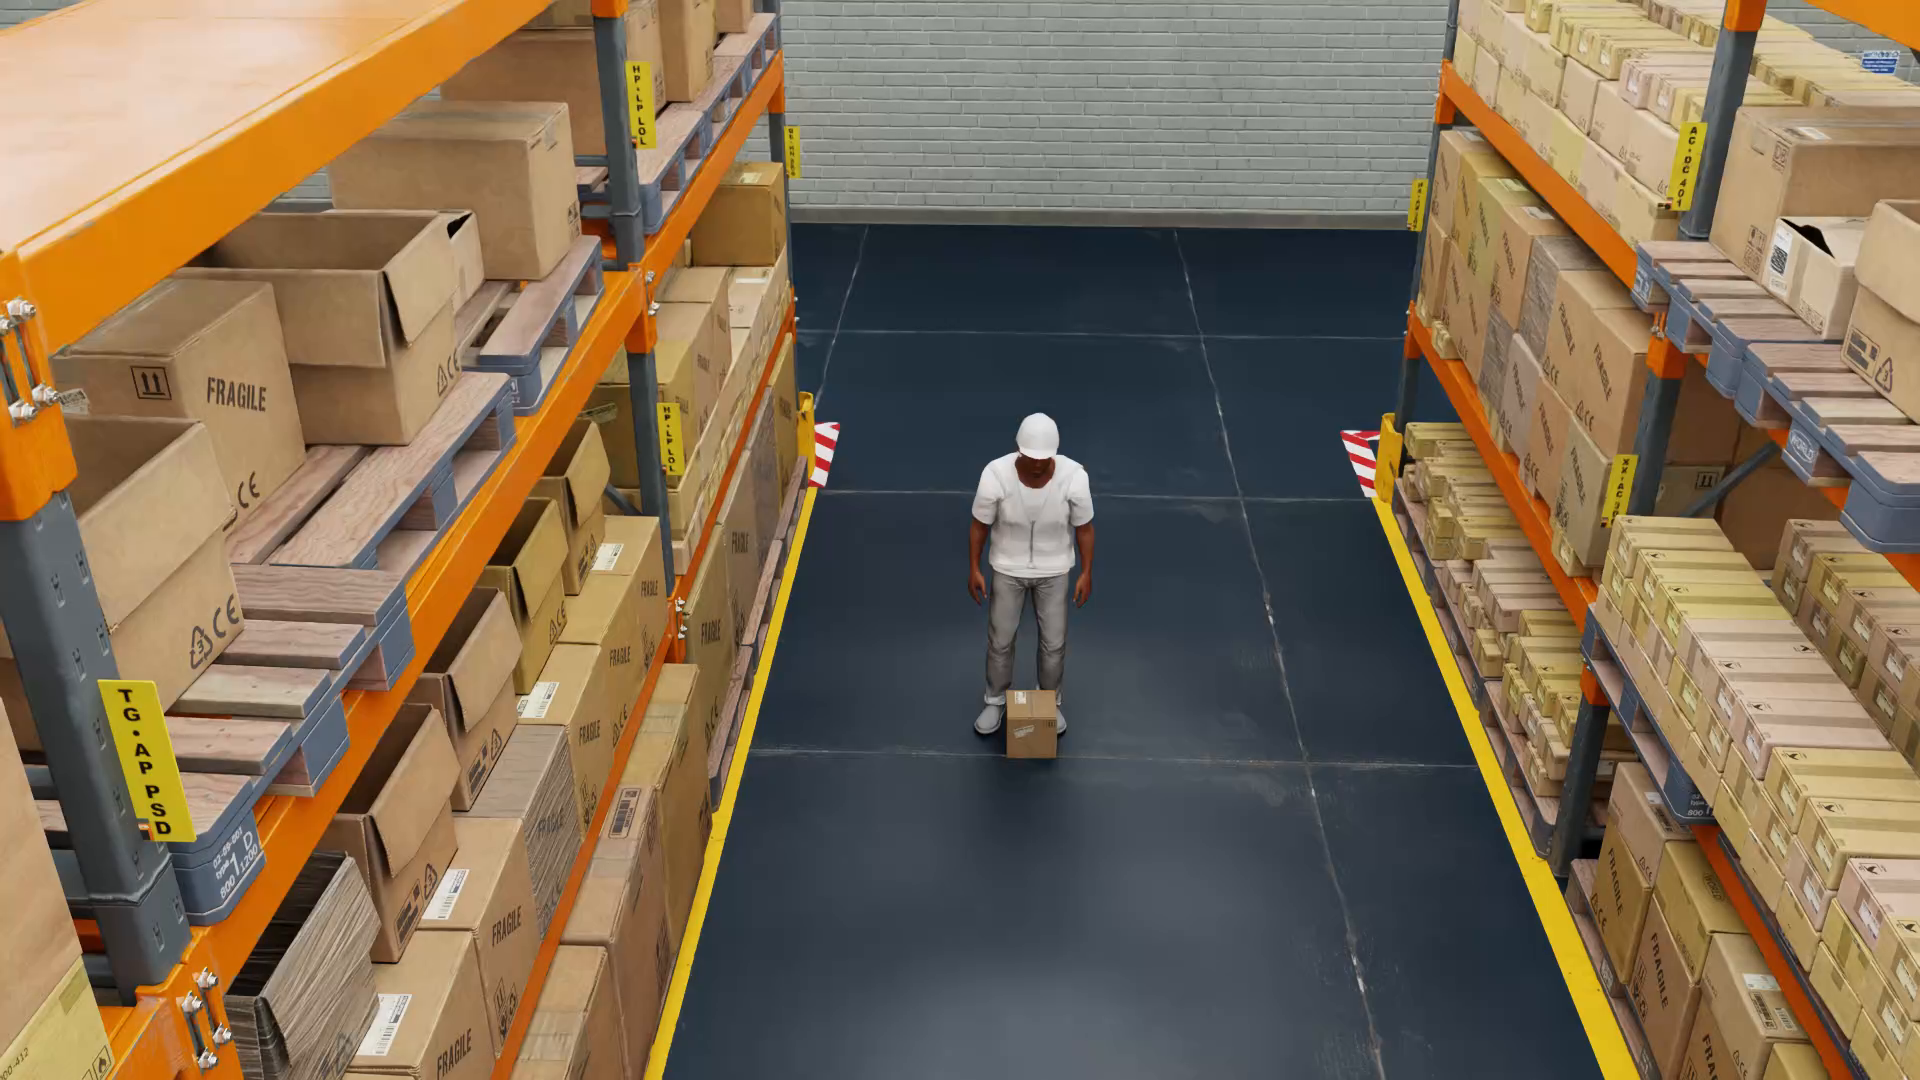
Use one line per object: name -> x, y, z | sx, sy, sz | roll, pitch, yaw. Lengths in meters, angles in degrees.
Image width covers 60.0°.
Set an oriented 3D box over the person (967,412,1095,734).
person -> 0.352, 0.162, 8.295 | 0.628, 1.761, 0.458 | 1, 28, 2
